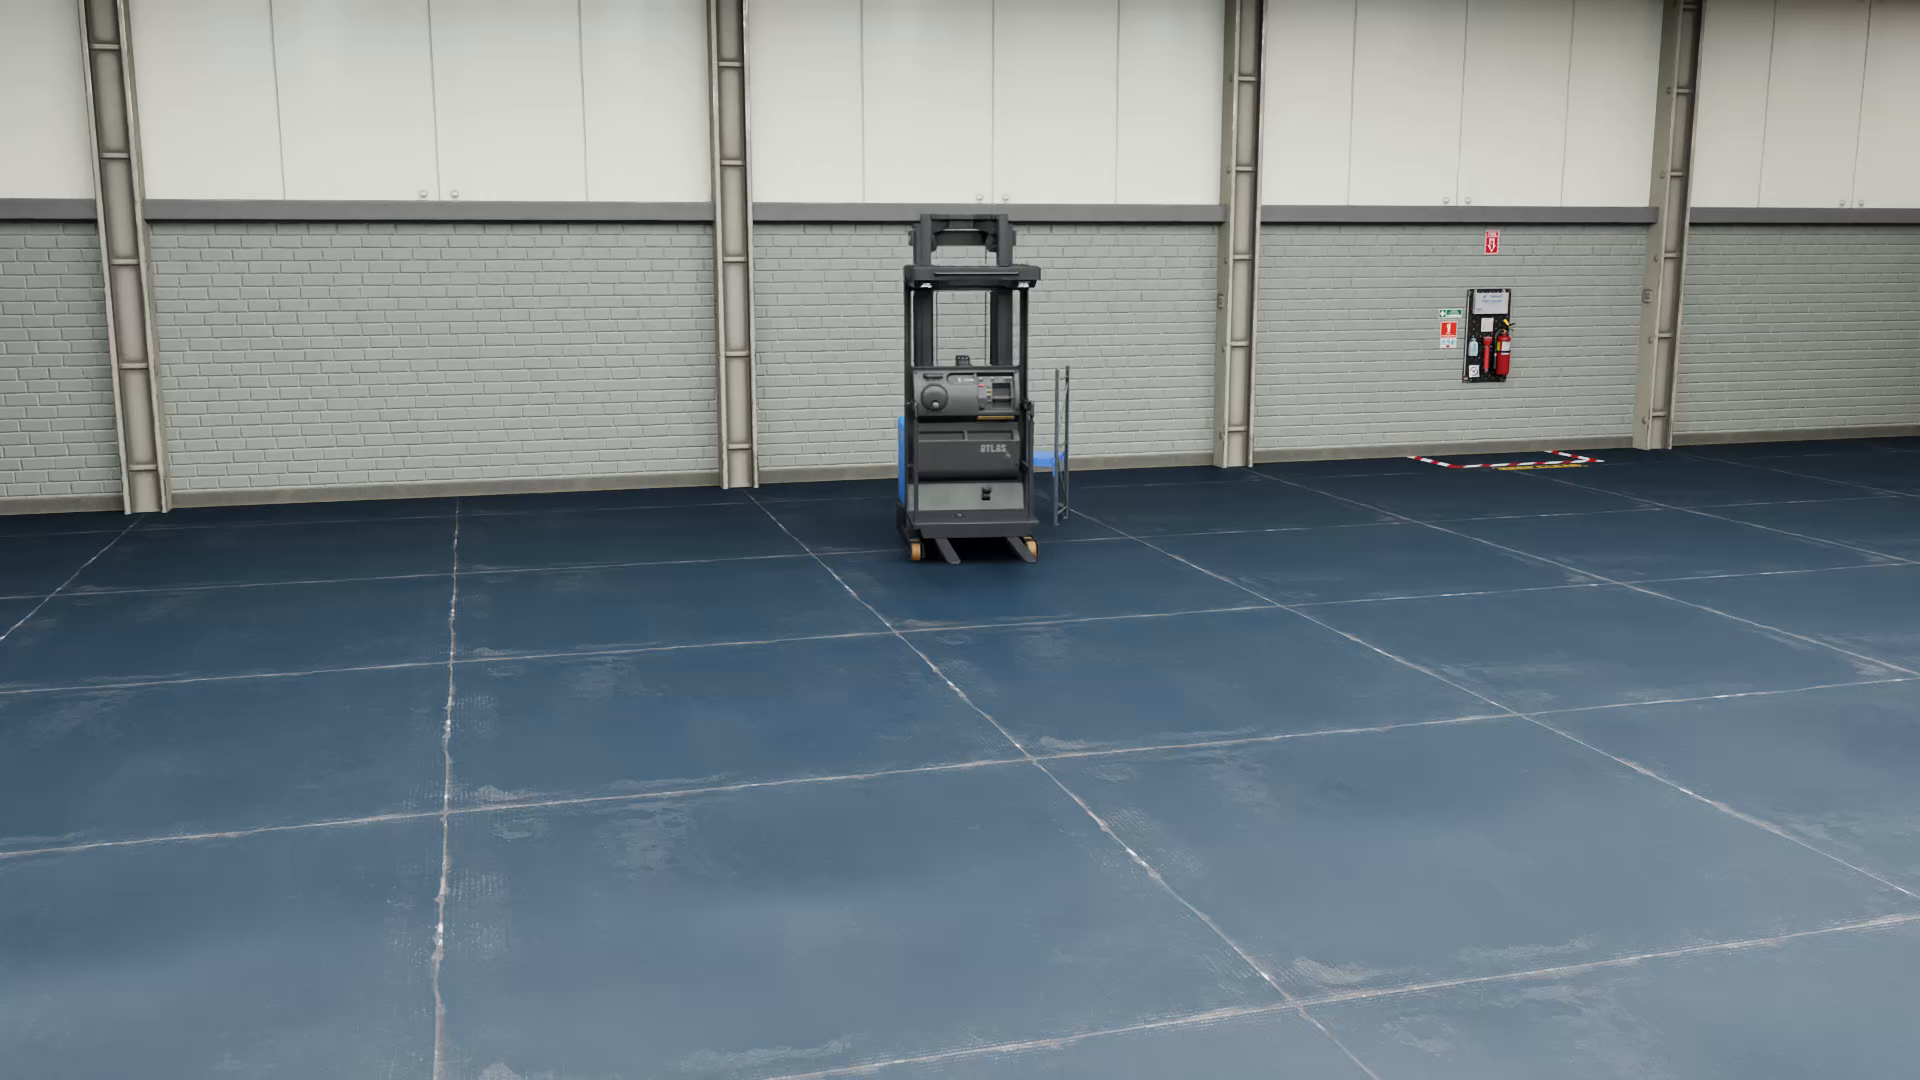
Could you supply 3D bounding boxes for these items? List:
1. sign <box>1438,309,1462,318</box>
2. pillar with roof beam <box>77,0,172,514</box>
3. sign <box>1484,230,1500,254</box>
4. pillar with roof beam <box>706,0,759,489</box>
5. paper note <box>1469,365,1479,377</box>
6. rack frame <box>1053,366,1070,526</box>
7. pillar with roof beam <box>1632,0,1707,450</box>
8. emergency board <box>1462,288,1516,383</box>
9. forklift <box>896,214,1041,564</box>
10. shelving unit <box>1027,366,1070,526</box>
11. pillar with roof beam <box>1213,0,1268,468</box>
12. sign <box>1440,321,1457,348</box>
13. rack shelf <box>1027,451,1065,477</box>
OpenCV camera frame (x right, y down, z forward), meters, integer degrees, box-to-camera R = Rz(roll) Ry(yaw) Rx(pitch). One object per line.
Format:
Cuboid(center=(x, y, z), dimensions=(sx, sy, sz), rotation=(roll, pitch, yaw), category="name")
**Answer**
Cuboid(center=(6.126, -2.829, 20.772), dimensions=(0.331, 0.109, 0.001), rotation=(-3, 11, -16), category="sign")
Cuboid(center=(-7.017, -3.972, 11.972), dimensions=(0.400, 9.000, 9.100), rotation=(-3, 11, -16), category="pillar with roof beam")
Cuboid(center=(6.643, -3.719, 20.767), dimensions=(0.199, 0.298, 0.001), rotation=(-3, 11, -16), category="sign")
Cuboid(center=(-1.257, -4.276, 13.621), dimensions=(0.400, 9.000, 9.100), rotation=(-3, 11, -16), category="pillar with roof beam")
Cuboid(center=(6.489, -2.132, 20.981), dimensions=(0.142, 0.148, 0.016), rotation=(-3, 11, -16), category="paper note")
Cuboid(center=(0.983, -0.917, 16.089), dimensions=(0.032, 1.500, 0.500), rotation=(3, 11, 16), category="rack frame")
Cuboid(center=(10.265, -4.883, 16.920), dimensions=(0.400, 9.000, 9.100), rotation=(-3, 11, -16), category="pillar with roof beam")
Cuboid(center=(6.679, -2.563, 20.885), dimensions=(0.643, 1.169, 0.194), rotation=(-3, 11, -16), category="emergency board")
Cuboid(center=(0.084, -1.319, 14.317), dimensions=(1.130, 2.935, 3.031), rotation=(-1, 11, -7), category="forklift")
Cuboid(center=(0.495, -0.943, 16.228), dimensions=(1.048, 1.500, 0.538), rotation=(3, 11, 16), category="shelving unit")
Cuboid(center=(4.504, -4.579, 15.270), dimensions=(0.400, 9.000, 9.100), rotation=(-3, 11, -16), category="pillar with roof beam")
Cuboid(center=(6.119, -2.570, 20.827), dimensions=(0.234, 0.329, 0.001), rotation=(-3, 11, -16), category="sign")
Cuboid(center=(0.495, -0.766, 16.260), dimensions=(1.000, 0.185, 0.538), rotation=(3, 11, 16), category="rack shelf")
